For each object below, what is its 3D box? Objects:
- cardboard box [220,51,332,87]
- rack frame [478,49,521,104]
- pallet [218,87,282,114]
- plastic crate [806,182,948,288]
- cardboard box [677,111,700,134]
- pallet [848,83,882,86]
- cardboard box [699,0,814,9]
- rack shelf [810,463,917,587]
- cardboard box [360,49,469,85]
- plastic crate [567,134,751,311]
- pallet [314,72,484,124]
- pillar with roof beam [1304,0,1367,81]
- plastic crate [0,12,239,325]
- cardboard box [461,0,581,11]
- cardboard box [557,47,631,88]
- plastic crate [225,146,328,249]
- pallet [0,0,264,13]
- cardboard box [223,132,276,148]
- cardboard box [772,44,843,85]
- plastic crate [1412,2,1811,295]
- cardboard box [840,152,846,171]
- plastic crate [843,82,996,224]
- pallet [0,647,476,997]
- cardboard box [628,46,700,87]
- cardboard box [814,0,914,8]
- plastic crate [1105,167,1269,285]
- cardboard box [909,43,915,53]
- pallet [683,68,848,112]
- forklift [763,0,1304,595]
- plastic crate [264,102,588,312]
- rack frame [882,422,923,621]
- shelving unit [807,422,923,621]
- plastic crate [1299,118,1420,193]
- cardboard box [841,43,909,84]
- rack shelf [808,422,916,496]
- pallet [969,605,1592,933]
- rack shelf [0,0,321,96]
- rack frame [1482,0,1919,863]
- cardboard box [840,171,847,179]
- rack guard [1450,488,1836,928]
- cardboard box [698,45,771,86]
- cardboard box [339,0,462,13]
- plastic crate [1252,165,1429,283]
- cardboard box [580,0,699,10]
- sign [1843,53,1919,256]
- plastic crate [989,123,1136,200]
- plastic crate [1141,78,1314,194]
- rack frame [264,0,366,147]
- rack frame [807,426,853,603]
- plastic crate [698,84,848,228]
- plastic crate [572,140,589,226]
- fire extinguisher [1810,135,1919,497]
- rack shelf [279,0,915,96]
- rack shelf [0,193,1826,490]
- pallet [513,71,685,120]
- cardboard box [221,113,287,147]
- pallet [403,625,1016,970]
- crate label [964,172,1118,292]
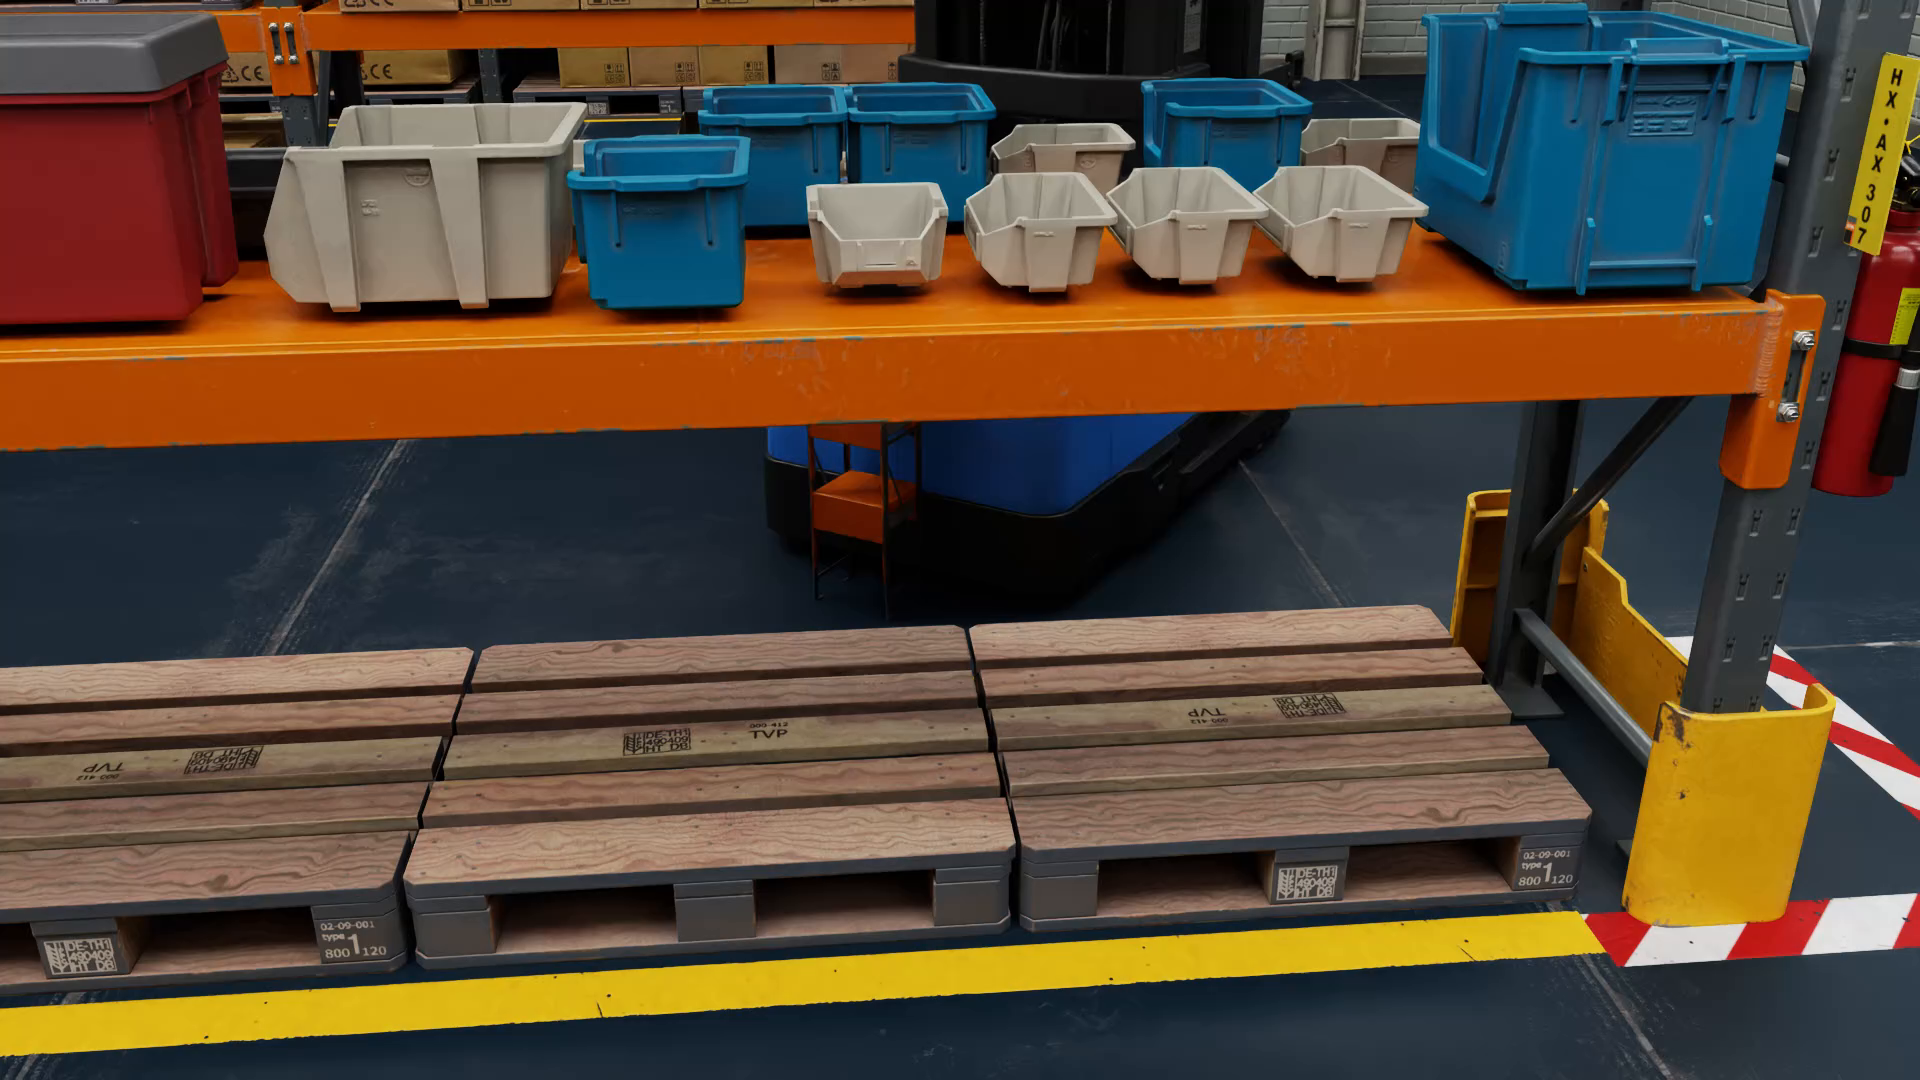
[{"bbox_3d":[-4.975,-3.741,12.104,0.750,0.750,0.750,-2,24,-4],"label":"cardboard box"},{"bbox_3d":[-3.457,-4.647,12.012,0.127,3.000,1.000,-2,24,-5],"label":"rack frame"},{"bbox_3d":[-5.434,-3.261,12.328,1.213,0.211,1.003,-2,24,-5],"label":"pallet"},{"bbox_3d":[-0.153,-0.557,3.062,0.250,0.136,0.298,-2,24,-5],"label":"plastic crate"},{"bbox_3d":[-1.097,-1.782,8.098,0.637,0.503,0.797,-2,24,-5],"label":"cardboard box"},{"bbox_3d":[-0.264,-3.469,12.794,1.213,0.211,1.003,-2,24,-5],"label":"pallet"},{"bbox_3d":[-0.919,-2.662,7.424,0.500,0.500,0.500,-3,24,-6],"label":"cardboard box"},{"bbox_3d":[-0.267,-0.046,4.771,0.240,0.259,0.215,13,27,26],"label":"rack shelf"},{"bbox_3d":[-4.091,-3.778,12.186,0.750,0.750,0.750,-2,24,-5],"label":"cardboard box"},{"bbox_3d":[-0.521,-0.567,2.966,0.300,0.233,0.416,-2,24,-5],"label":"plastic crate"},{"bbox_3d":[-4.217,-3.311,12.440,1.213,0.211,1.003,-2,24,-5],"label":"pallet"},{"bbox_3d":[3.549,-6.265,8.267,0.400,9.000,9.100,-2,24,-5],"label":"pillar with roof beam"},{"bbox_3d":[-1.570,-0.633,2.829,0.583,0.464,0.402,-2,24,-5],"label":"plastic crate"},{"bbox_3d":[-1.923,-2.622,7.334,0.500,0.500,0.500,-2,24,-4],"label":"cardboard box"},{"bbox_3d":[-2.702,-3.685,12.408,0.500,0.500,0.700,-2,24,-4],"label":"cardboard box"},{"bbox_3d":[-1.395,-0.697,3.391,0.590,0.125,0.437,-2,24,-5],"label":"plastic crate"},{"bbox_3d":[-3.772,-2.569,7.574,1.213,0.211,1.003,-2,24,-5],"label":"pallet"},{"bbox_3d":[-3.429,-1.568,7.621,0.500,0.500,0.500,-2,24,-5],"label":"cardboard box"},{"bbox_3d":[-1.161,-3.747,12.549,0.500,0.500,0.700,-3,24,-7],"label":"cardboard box"},{"bbox_3d":[1.183,-0.757,3.142,0.499,0.435,0.616,-2,24,-5],"label":"plastic crate"},{"bbox_3d":[-0.549,-1.802,8.455,0.500,0.250,0.500,-2,24,-5],"label":"cardboard box"},{"bbox_3d":[-0.091,-0.824,3.542,0.300,0.233,0.416,-2,24,-5],"label":"plastic crate"},{"bbox_3d":[-1.755,0.587,3.670,1.213,0.211,1.003,-2,24,-5],"label":"pallet"},{"bbox_3d":[-2.202,-3.704,12.450,0.500,0.500,0.700,-3,24,-6],"label":"cardboard box"},{"bbox_3d":[-0.417,-2.682,7.469,0.500,0.500,0.500,-2,24,-5],"label":"cardboard box"},{"bbox_3d":[0.414,-0.598,3.152,0.243,0.136,0.396,-2,24,-5],"label":"plastic crate"},{"bbox_3d":[-0.163,-3.788,12.639,0.500,0.500,0.700,-2,24,-5],"label":"cardboard box"},{"bbox_3d":[-1.475,-3.421,12.688,1.213,0.211,1.003,-2,24,-5],"label":"pallet"},{"bbox_3d":[0.566,-1.741,5.557,1.130,2.935,3.031,13,27,27],"label":"forklift"},{"bbox_3d":[-0.945,-0.602,2.984,0.530,0.282,0.437,-2,24,-5],"label":"plastic crate"},{"bbox_3d":[-0.161,-0.286,4.600,0.008,1.050,0.200,13,27,26],"label":"rack frame"},{"bbox_3d":[-0.267,-0.310,4.654,0.252,1.050,0.215,13,27,26],"label":"shelving unit"},{"bbox_3d":[0.892,-0.853,3.727,0.298,0.136,0.250,-2,24,-5],"label":"plastic crate"},{"bbox_3d":[-0.661,-3.768,12.594,0.500,0.500,0.700,-2,24,-5],"label":"cardboard box"},{"bbox_3d":[-0.267,-0.300,4.658,0.240,0.259,0.215,13,27,26],"label":"rack shelf"},{"bbox_3d":[0.673,0.489,3.889,1.213,0.211,1.003,-2,24,-5],"label":"pallet"},{"bbox_3d":[-4.956,-2.236,7.474,4.000,0.370,1.077,-2,24,-5],"label":"rack shelf"},{"bbox_3d":[1.498,-0.802,3.362,0.127,3.000,1.000,-2,24,-5],"label":"rack frame"},{"bbox_3d":[-0.451,-1.602,8.005,0.500,0.250,0.500,-2,24,-5],"label":"cardboard box"},{"bbox_3d":[1.520,0.334,3.883,0.348,0.500,1.175,-2,24,-5],"label":"rack guard"},{"bbox_3d":[-1.691,-3.723,12.494,0.500,0.500,0.700,-2,24,-4],"label":"cardboard box"},{"bbox_3d":[-2.432,-2.601,7.285,0.500,0.500,0.500,-2,24,-4],"label":"cardboard box"},{"bbox_3d":[0.704,-0.603,3.165,0.243,0.136,0.396,-2,24,-5],"label":"plastic crate"},{"bbox_3d":[-1.425,-2.641,7.377,0.500,0.500,0.500,-2,24,-5],"label":"cardboard box"},{"bbox_3d":[1.568,-0.655,2.830,0.005,0.325,0.100,-2,24,-5],"label":"sign"},{"bbox_3d":[0.217,-0.826,3.666,0.298,0.136,0.250,-2,24,-5],"label":"plastic crate"},{"bbox_3d":[0.565,-0.850,3.602,0.300,0.233,0.416,-2,24,-5],"label":"plastic crate"},{"bbox_3d":[-2.966,-2.645,7.507,0.127,3.000,1.000,-2,24,-5],"label":"rack frame"},{"bbox_3d":[-0.374,-0.334,4.708,0.008,1.050,0.200,13,27,26],"label":"rack frame"},{"bbox_3d":[-0.389,-0.812,3.515,0.300,0.233,0.416,-2,24,-5],"label":"plastic crate"},{"bbox_3d":[-0.779,-0.740,3.473,0.466,0.136,0.293,-2,24,-5],"label":"plastic crate"},{"bbox_3d":[1.693,-0.419,3.053,0.183,0.674,0.296,-2,24,-5],"label":"fire extinguisher"},{"bbox_3d":[-0.976,-2.396,7.833,4.000,0.370,1.077,-2,24,-5],"label":"rack shelf"},{"bbox_3d":[-0.493,-0.394,3.328,4.000,0.370,1.077,-2,24,-5],"label":"rack shelf"},{"bbox_3d":[-2.692,-3.371,12.575,1.213,0.211,1.003,-2,24,-5],"label":"pallet"},{"bbox_3d":[-3.471,-1.783,8.104,0.500,0.500,0.500,-3,24,-8],"label":"cardboard box"},{"bbox_3d":[-0.538,0.537,3.783,1.213,0.211,1.003,-2,24,-5],"label":"pallet"},{"bbox_3d":[0.139,-0.577,3.105,0.243,0.136,0.396,-2,24,-5],"label":"crate label"}]
